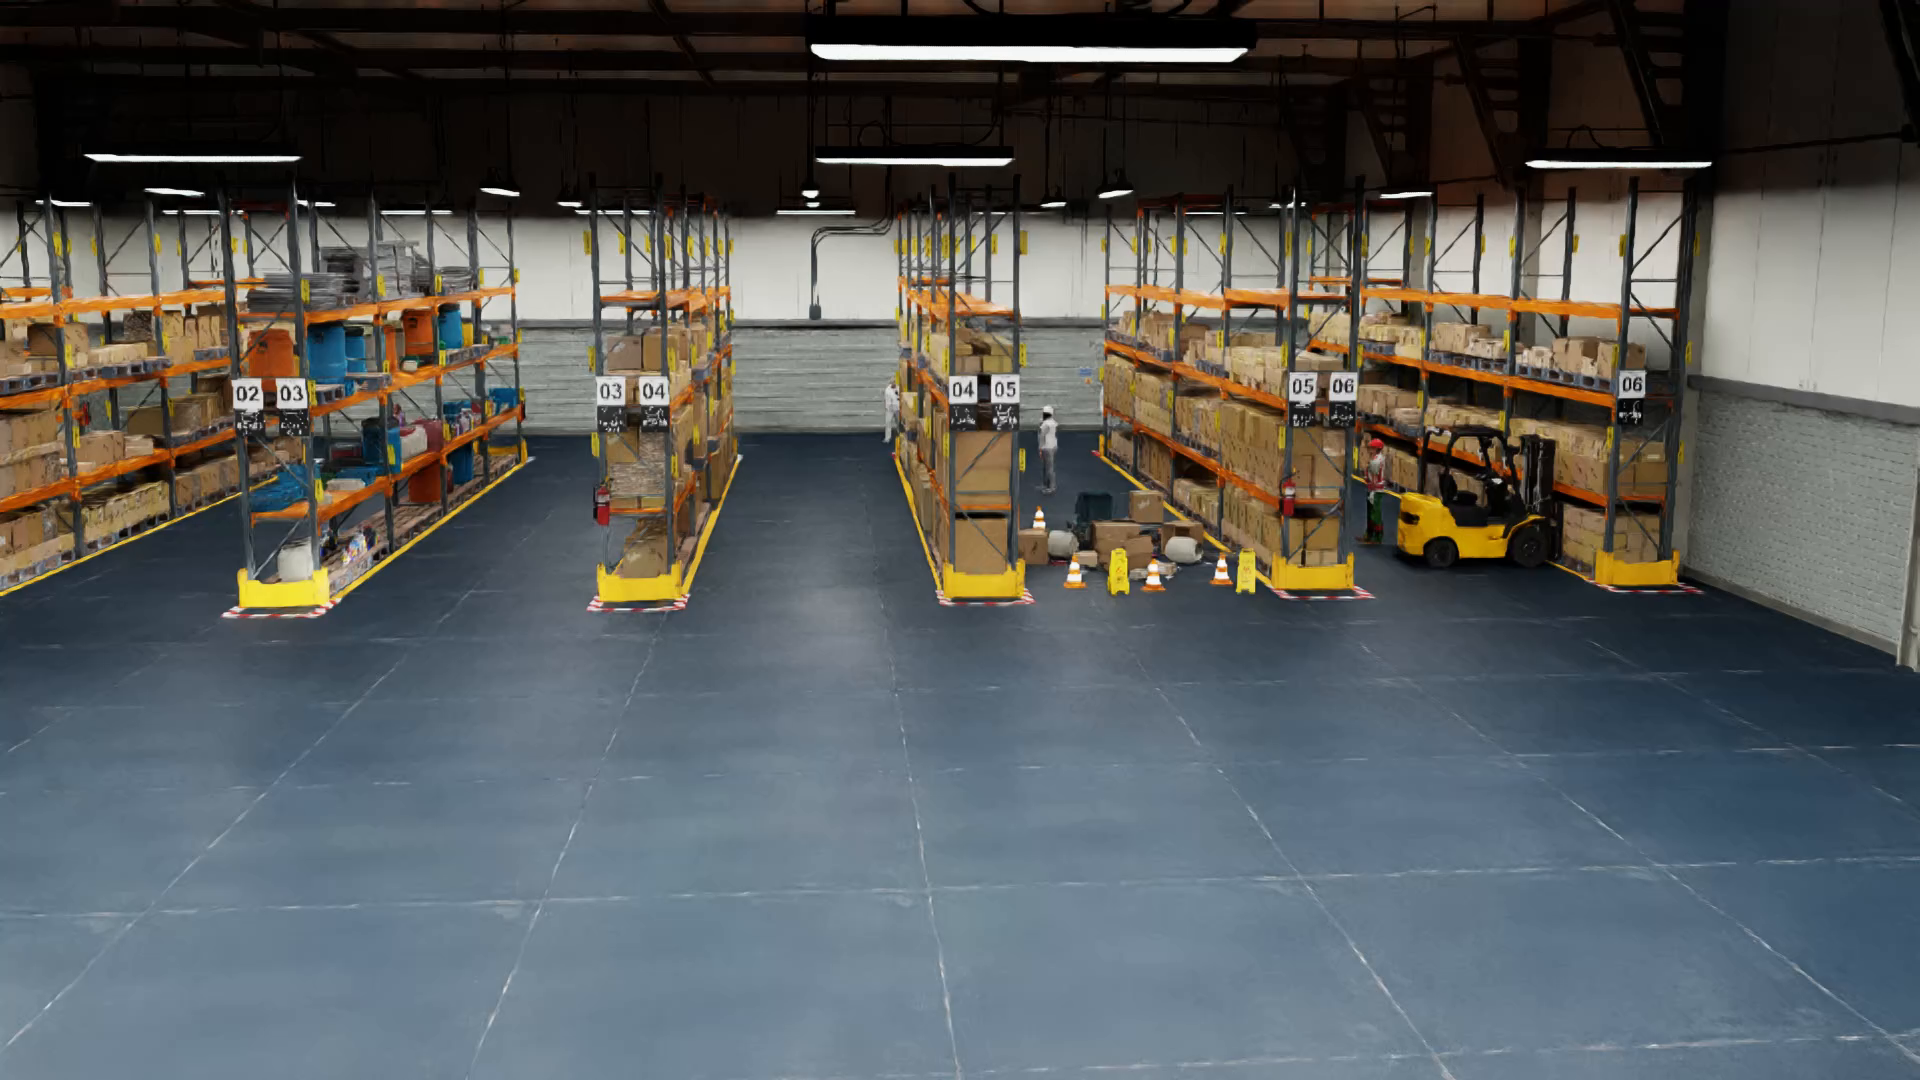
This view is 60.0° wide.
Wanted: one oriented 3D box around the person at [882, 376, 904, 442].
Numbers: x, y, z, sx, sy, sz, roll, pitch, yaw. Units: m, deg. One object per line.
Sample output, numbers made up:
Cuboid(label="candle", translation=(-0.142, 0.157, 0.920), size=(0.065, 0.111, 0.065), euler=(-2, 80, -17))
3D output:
Cuboid(label="person", translation=(-1.680, -3.402, 42.967), size=(0.568, 1.722, 0.950), euler=(2, 10, 12))

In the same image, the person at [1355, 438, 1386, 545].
Cuboid(label="person", translation=(6.971, -0.830, 28.171), size=(0.490, 1.787, 0.604), euler=(5, 11, 24))

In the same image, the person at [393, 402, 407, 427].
Cuboid(label="person", translation=(-12.711, -2.364, 37.638), size=(0.417, 1.517, 1.036), euler=(0, 10, -2))

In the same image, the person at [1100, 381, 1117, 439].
Cuboid(label="person", translation=(3.840, -3.335, 42.451), size=(0.459, 1.760, 0.706), euler=(-8, 13, -37))

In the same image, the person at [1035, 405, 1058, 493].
Cuboid(label="person", translation=(1.771, -1.891, 34.226), size=(0.576, 1.768, 0.626), euler=(4, 11, 24))
